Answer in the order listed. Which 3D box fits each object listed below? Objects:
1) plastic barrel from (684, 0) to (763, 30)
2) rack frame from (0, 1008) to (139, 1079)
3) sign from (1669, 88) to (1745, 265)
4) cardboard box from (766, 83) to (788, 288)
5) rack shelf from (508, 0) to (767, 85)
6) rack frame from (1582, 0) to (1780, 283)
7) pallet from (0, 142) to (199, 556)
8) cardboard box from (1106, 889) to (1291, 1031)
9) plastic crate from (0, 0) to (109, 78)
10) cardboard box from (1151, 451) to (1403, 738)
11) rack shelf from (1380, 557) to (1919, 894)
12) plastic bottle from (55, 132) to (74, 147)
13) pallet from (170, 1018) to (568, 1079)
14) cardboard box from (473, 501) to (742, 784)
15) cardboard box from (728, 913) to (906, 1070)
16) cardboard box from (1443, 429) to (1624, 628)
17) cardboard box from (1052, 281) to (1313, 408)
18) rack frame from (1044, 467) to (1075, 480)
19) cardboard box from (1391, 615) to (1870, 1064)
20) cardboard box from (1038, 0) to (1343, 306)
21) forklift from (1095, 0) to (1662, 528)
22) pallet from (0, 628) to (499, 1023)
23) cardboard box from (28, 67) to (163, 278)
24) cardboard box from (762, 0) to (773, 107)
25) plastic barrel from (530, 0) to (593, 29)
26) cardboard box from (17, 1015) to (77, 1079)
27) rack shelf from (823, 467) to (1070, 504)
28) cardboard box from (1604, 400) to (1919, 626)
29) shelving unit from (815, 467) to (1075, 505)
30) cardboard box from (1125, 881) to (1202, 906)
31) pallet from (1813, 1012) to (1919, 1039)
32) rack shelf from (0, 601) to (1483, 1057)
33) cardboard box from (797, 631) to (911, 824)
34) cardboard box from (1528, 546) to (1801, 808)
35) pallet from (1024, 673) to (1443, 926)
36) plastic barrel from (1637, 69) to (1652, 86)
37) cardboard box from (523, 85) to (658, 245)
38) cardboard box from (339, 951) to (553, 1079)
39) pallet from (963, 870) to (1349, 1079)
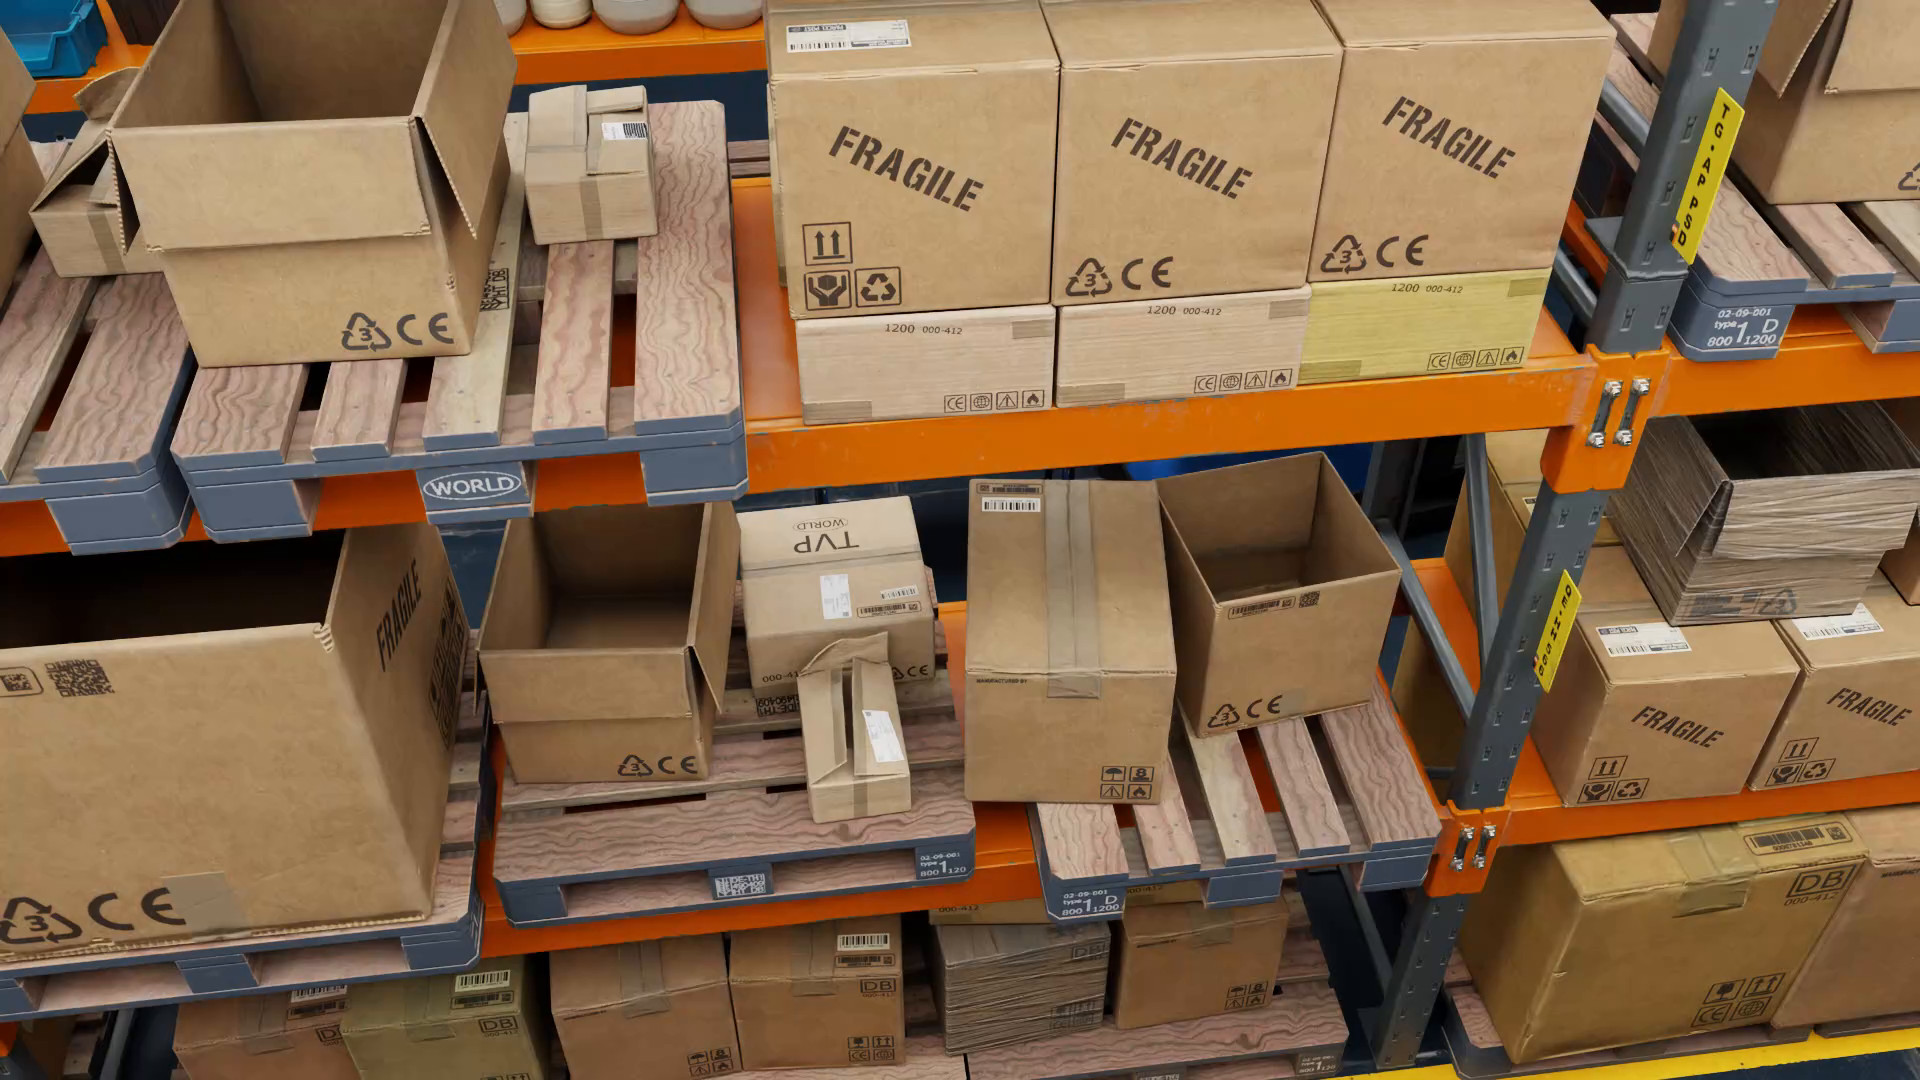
[{"bbox_3d":[-1.136,-2.771,7.981,0.433,0.535,0.433,0,42,0],"label":"plastic barrel"},{"bbox_3d":[-2.627,0.607,4.337,0.127,3.000,1.000,-5,42,-6],"label":"rack frame"},{"bbox_3d":[1.408,-0.685,3.145,0.005,0.325,0.100,-5,42,-6],"label":"sign"},{"bbox_3d":[-0.177,-0.831,3.804,0.500,0.250,0.500,-4,42,-5],"label":"cardboard box"},{"bbox_3d":[-1.286,-2.589,8.417,4.000,0.370,1.077,-5,42,-6],"label":"rack shelf"},{"bbox_3d":[1.339,-1.968,2.713,0.127,3.000,1.000,-5,42,-6],"label":"rack frame"},{"bbox_3d":[-2.001,-0.420,3.376,1.003,0.211,1.213,-5,42,-6],"label":"pallet"},{"bbox_3d":[0.677,1.096,5.333,0.500,0.500,0.700,-7,43,-8],"label":"cardboard box"},{"bbox_3d":[-4.331,-2.350,7.727,0.616,0.251,0.499,-5,42,-6],"label":"plastic crate"},{"bbox_3d":[0.809,0.140,4.467,0.500,0.500,0.500,-10,43,-11],"label":"cardboard box"},{"bbox_3d":[3.322,0.354,5.156,4.000,0.370,1.077,-5,42,-6],"label":"rack shelf"},{"bbox_3d":[-4.732,-2.014,8.892,0.185,0.351,0.144,-5,42,-6],"label":"plastic bottle"},{"bbox_3d":[-1.855,1.574,5.347,1.213,0.211,1.003,-5,42,-6],"label":"pallet"},{"bbox_3d":[-0.920,0.201,4.397,0.637,0.503,0.797,-1,42,-1],"label":"cardboard box"},{"bbox_3d":[-0.432,1.207,5.210,0.500,0.500,0.700,-2,42,-2],"label":"cardboard box"},{"bbox_3d":[1.796,0.016,4.919,0.500,0.500,0.500,-4,42,-4],"label":"cardboard box"},{"bbox_3d":[0.409,-0.542,3.484,0.500,0.250,0.500,-5,42,-6],"label":"cardboard box"},{"bbox_3d":[0.419,-0.594,6.788,0.032,1.500,0.500,-5,42,-6],"label":"rack frame"},{"bbox_3d":[2.026,0.847,5.344,0.875,0.875,1.225,-7,42,-8],"label":"cardboard box"},{"bbox_3d":[0.392,-0.817,3.229,0.500,0.500,0.500,-5,42,-6],"label":"cardboard box"},{"bbox_3d":[2.128,-1.510,6.735,3.031,2.935,1.130,-11,43,-12],"label":"forklift"},{"bbox_3d":[-1.850,0.709,4.368,1.213,0.211,1.003,-5,42,-6],"label":"pallet"},{"bbox_3d":[-1.708,-0.761,3.401,0.258,0.266,0.396,-4,42,-4],"label":"cardboard box"},{"bbox_3d":[-0.161,-1.117,3.561,0.500,0.500,0.500,-6,42,-7],"label":"cardboard box"},{"bbox_3d":[-1.937,-2.644,8.045,0.301,0.262,0.301,0,42,0],"label":"plastic barrel"},{"bbox_3d":[-3.029,1.388,5.025,0.500,0.500,0.500,-6,42,-7],"label":"cardboard box"},{"bbox_3d":[-0.085,-0.416,6.860,1.000,0.185,0.538,-5,42,-6],"label":"rack shelf"},{"bbox_3d":[2.066,-0.202,4.411,0.637,0.503,0.797,-4,42,-4],"label":"cardboard box"},{"bbox_3d":[-0.085,-0.549,6.739,1.048,1.500,0.538,-5,42,-6],"label":"shelving unit"},{"bbox_3d":[0.679,0.825,5.074,0.500,0.250,0.500,-3,42,-4],"label":"cardboard box"},{"bbox_3d":[3.338,1.173,5.792,1.213,0.211,1.003,-5,42,-6],"label":"pallet"},{"bbox_3d":[-0.644,0.701,4.771,4.000,0.370,1.077,-5,42,-6],"label":"rack shelf"},{"bbox_3d":[-0.279,0.478,4.267,0.258,0.266,0.396,-6,42,-7],"label":"cardboard box"},{"bbox_3d":[1.856,0.361,4.535,0.500,0.500,0.500,-4,42,-4],"label":"cardboard box"},{"bbox_3d":[0.646,0.464,4.639,1.003,0.211,1.213,-5,42,-6],"label":"pallet"},{"bbox_3d":[4.122,-2.718,9.276,0.708,0.901,0.600,-5,42,-6],"label":"plastic barrel"},{"bbox_3d":[-0.781,-0.805,3.524,0.250,0.166,0.380,-6,42,-7],"label":"cardboard box"},{"bbox_3d":[-1.540,1.304,5.102,0.500,0.500,0.700,-5,42,-6],"label":"cardboard box"},{"bbox_3d":[0.564,1.362,5.582,1.213,0.211,1.003,-5,42,-6],"label":"pallet"}]
